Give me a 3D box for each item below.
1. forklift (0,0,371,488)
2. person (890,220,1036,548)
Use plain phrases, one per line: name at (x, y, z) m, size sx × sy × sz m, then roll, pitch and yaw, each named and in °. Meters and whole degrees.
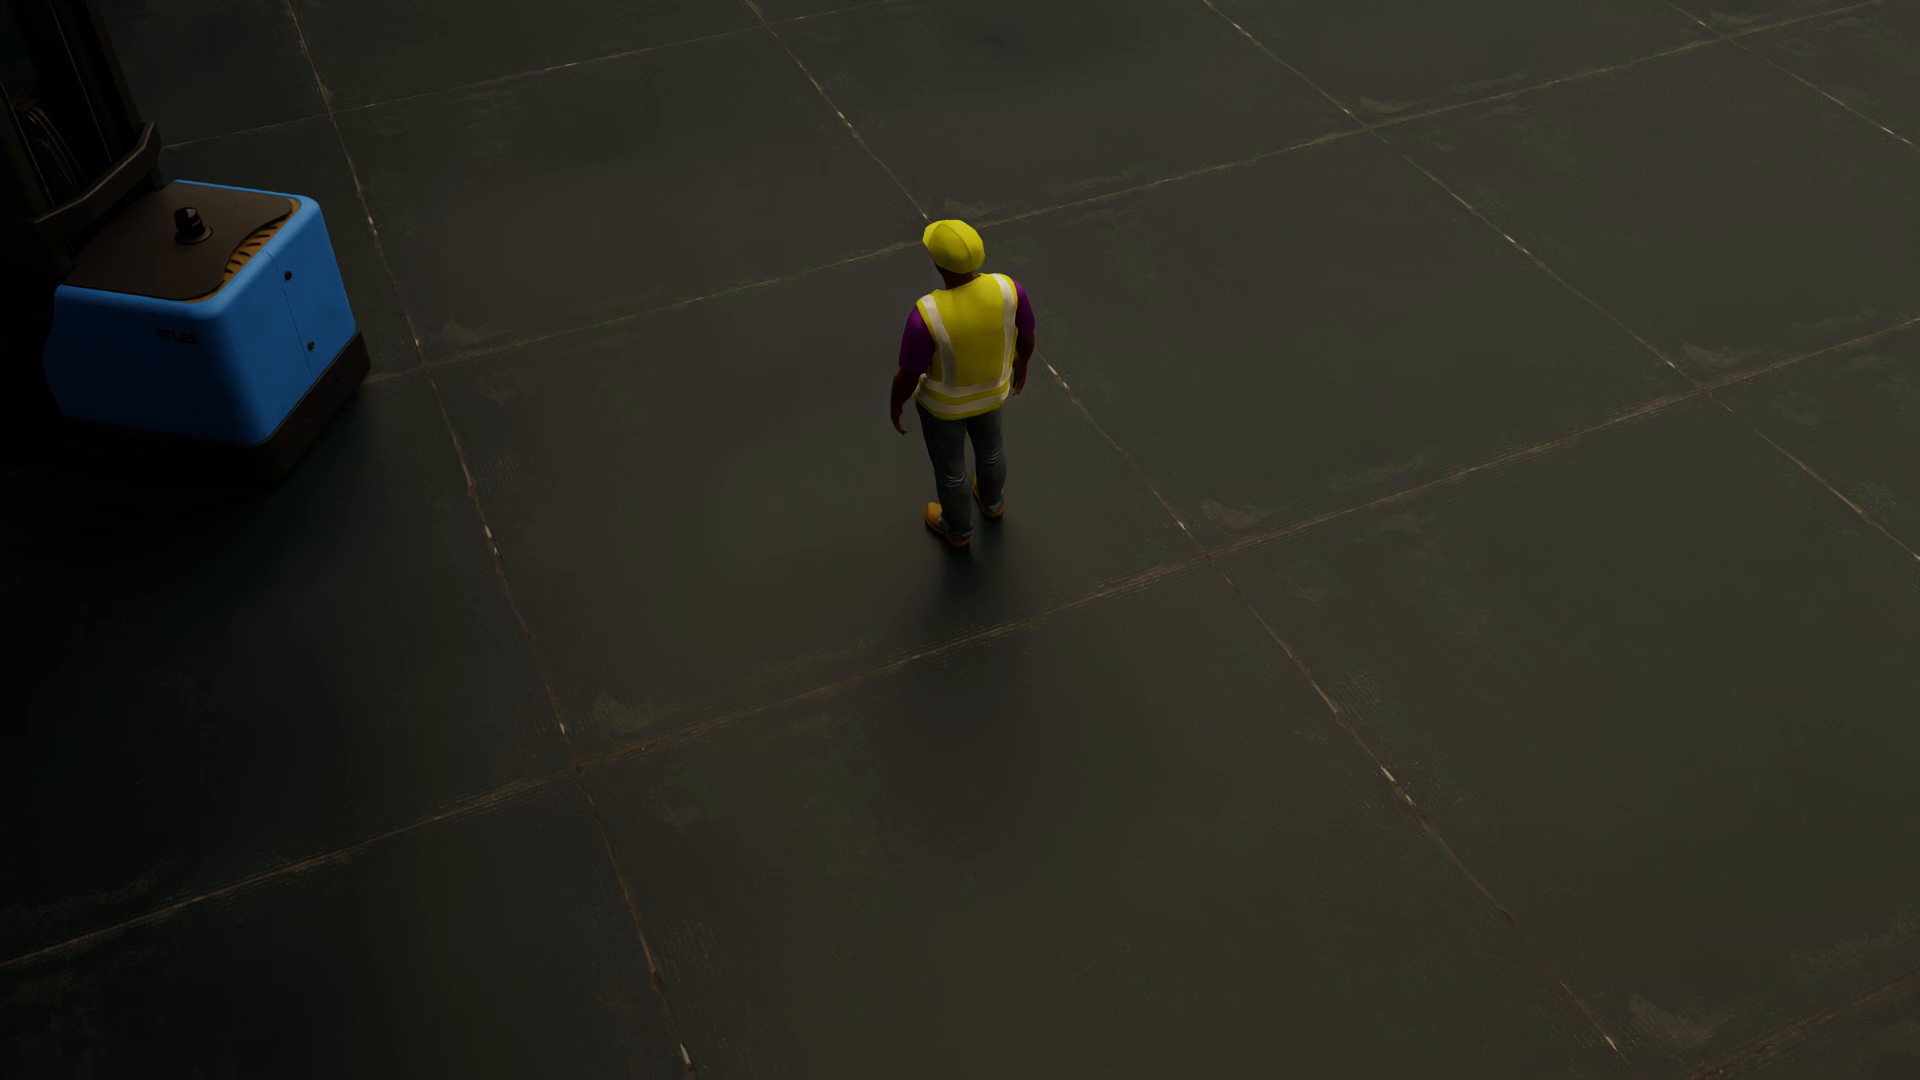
forklift at (-4.650, -1.849, 7.661) m, size 3.031 × 2.935 × 1.130 m, roll 9°, pitch 44°, yaw 9°
person at (-0.023, -0.696, 7.269) m, size 0.665 × 1.765 × 0.577 m, roll -18°, pitch 46°, yaw -18°
